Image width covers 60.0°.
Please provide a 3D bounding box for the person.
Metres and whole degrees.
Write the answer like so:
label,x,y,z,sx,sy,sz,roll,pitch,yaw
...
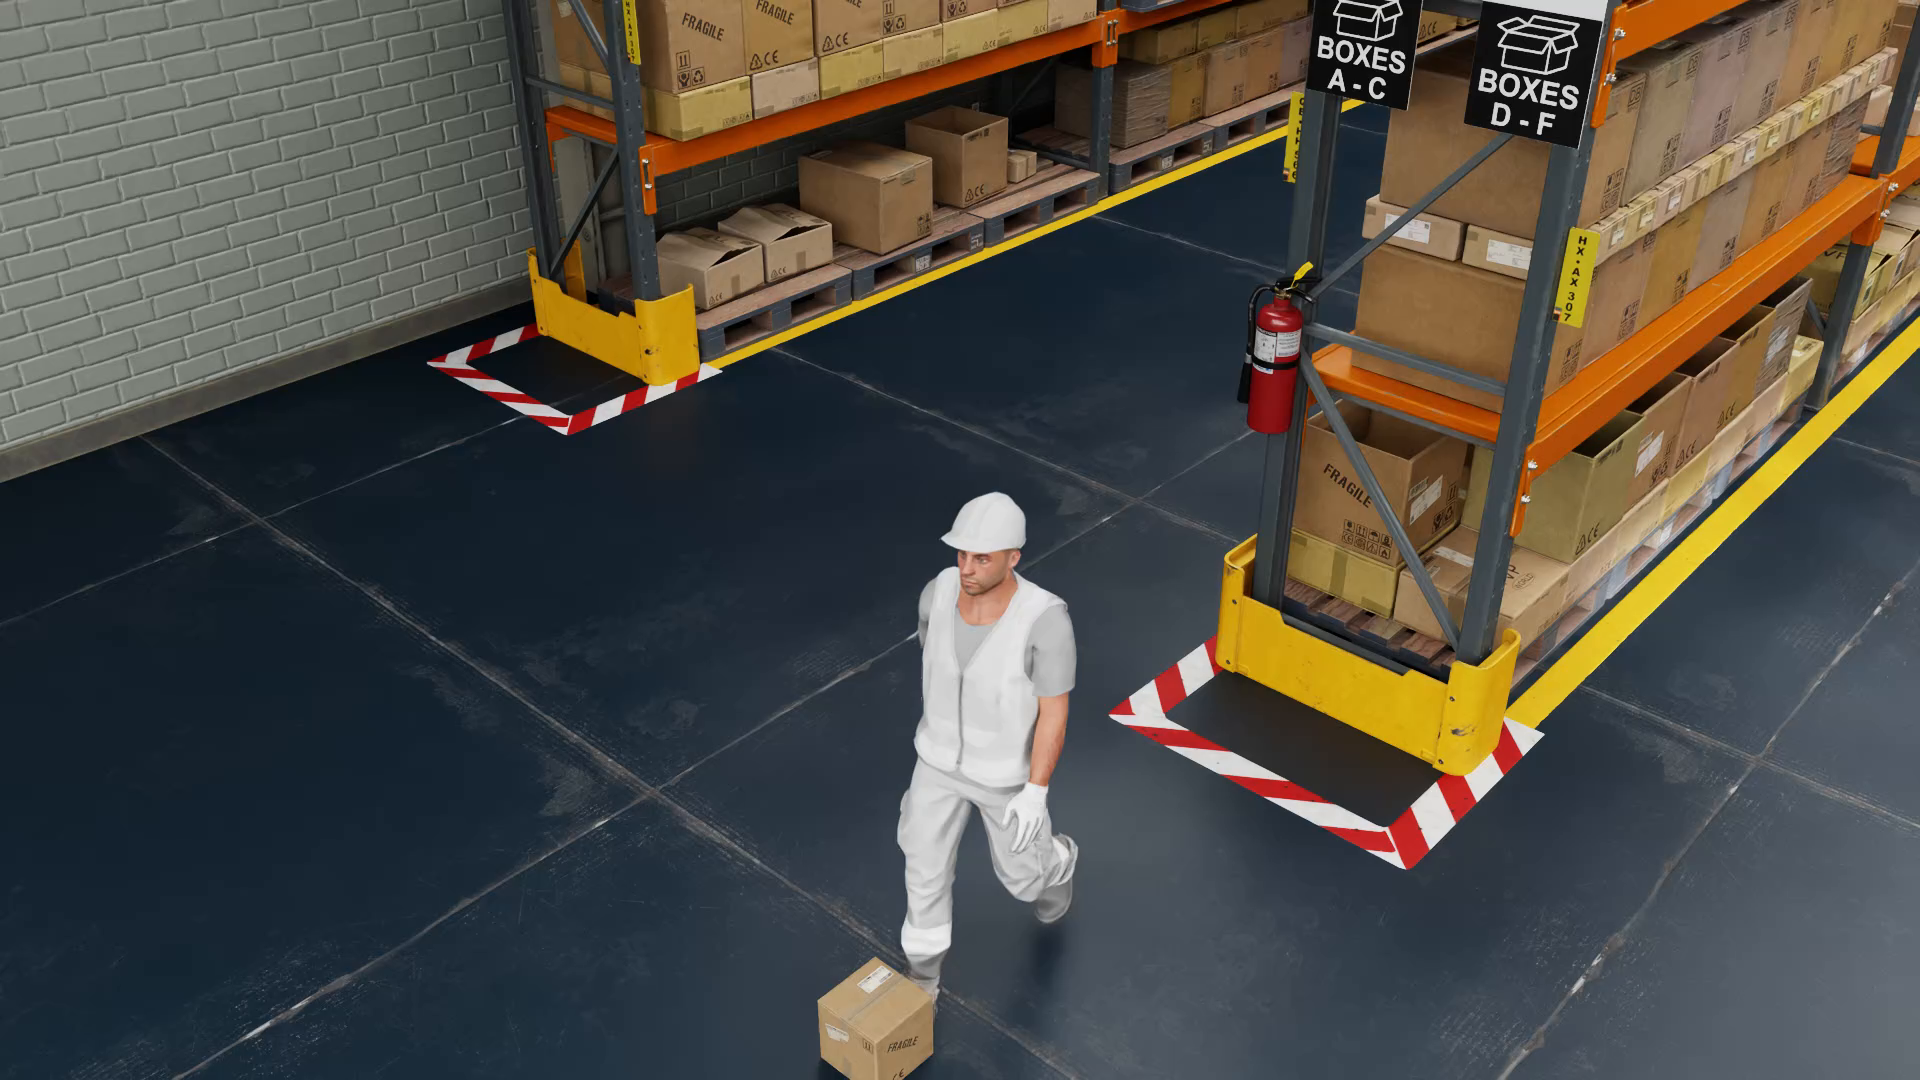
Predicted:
label,x,y,z,sx,sy,sz,roll,pitch,yaw
person,0.061,0.680,5.013,0.539,1.762,0.959,14,34,22
